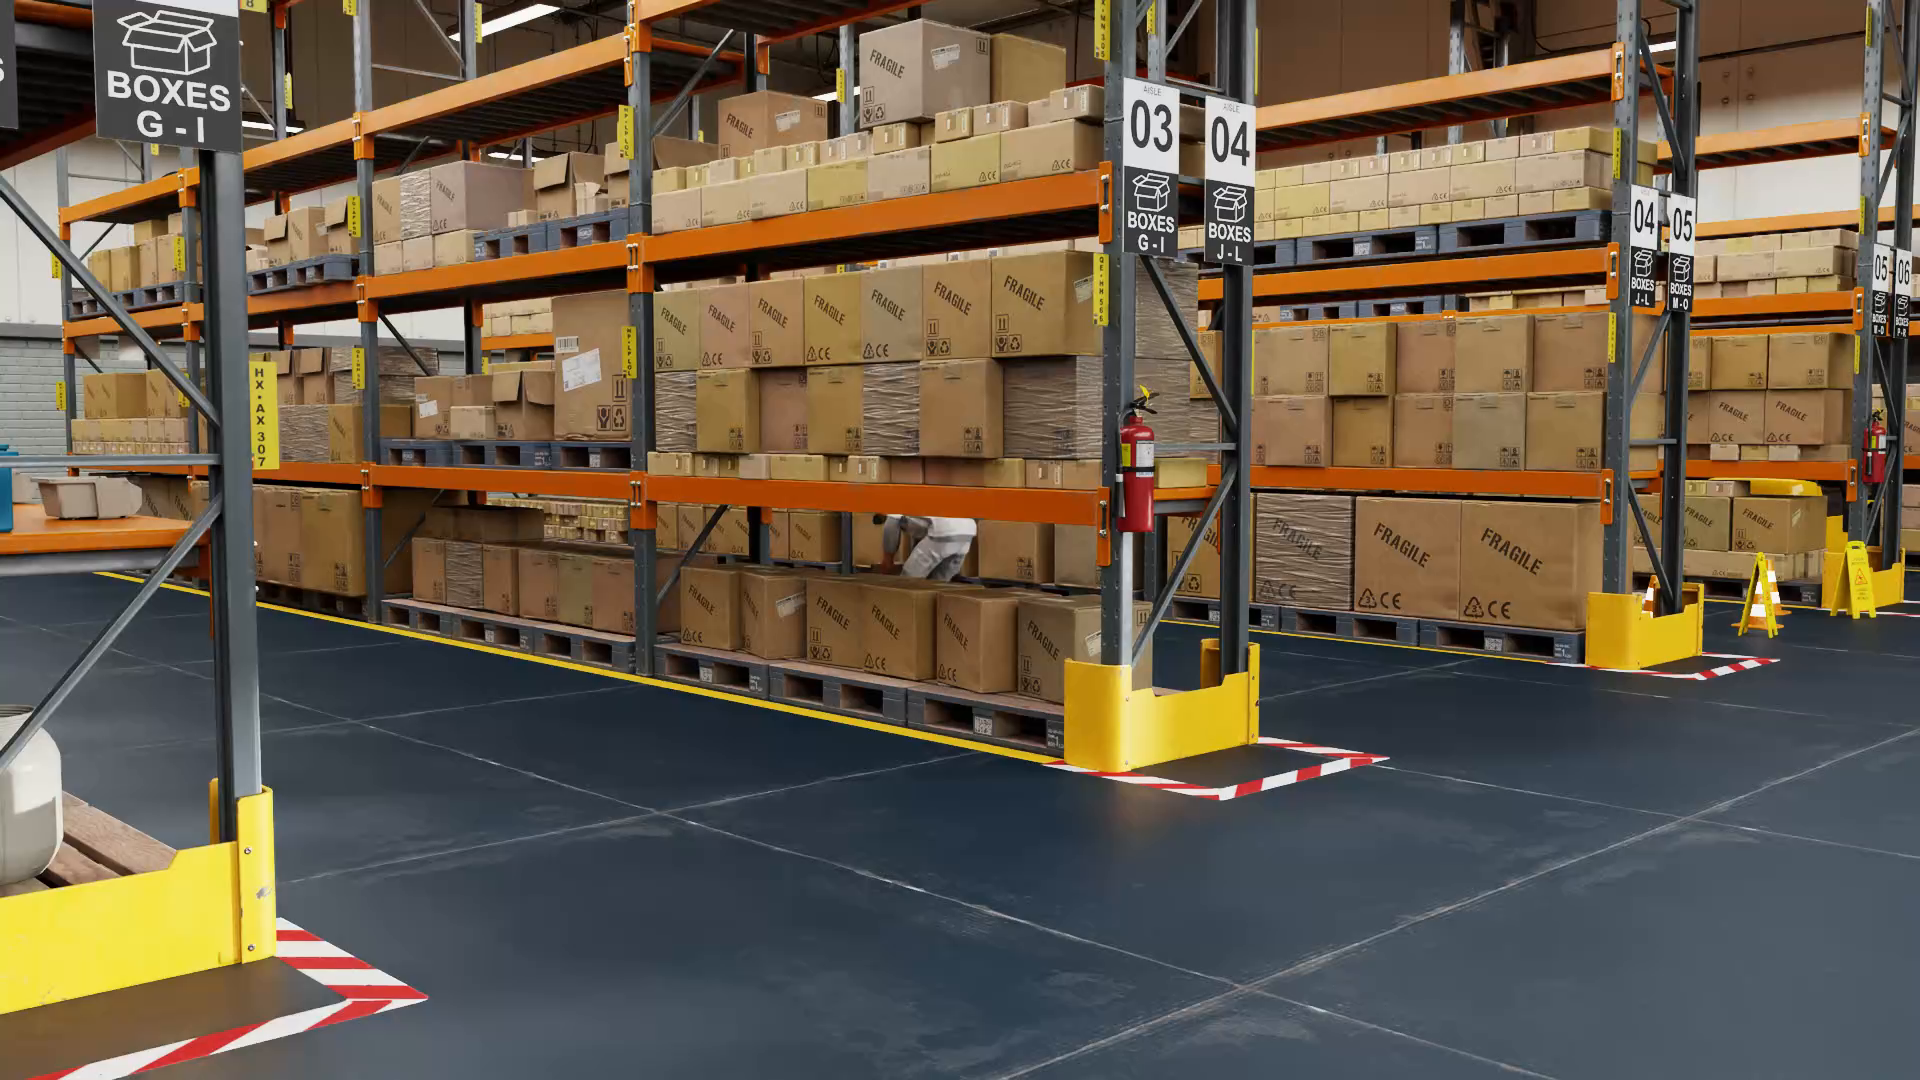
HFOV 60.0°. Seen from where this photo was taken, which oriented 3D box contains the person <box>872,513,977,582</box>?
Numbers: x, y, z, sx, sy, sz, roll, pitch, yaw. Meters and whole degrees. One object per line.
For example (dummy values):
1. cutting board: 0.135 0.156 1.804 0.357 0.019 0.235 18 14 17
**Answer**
1. person: -0.305 0.201 12.566 0.954 1.112 0.524 4 5 43
